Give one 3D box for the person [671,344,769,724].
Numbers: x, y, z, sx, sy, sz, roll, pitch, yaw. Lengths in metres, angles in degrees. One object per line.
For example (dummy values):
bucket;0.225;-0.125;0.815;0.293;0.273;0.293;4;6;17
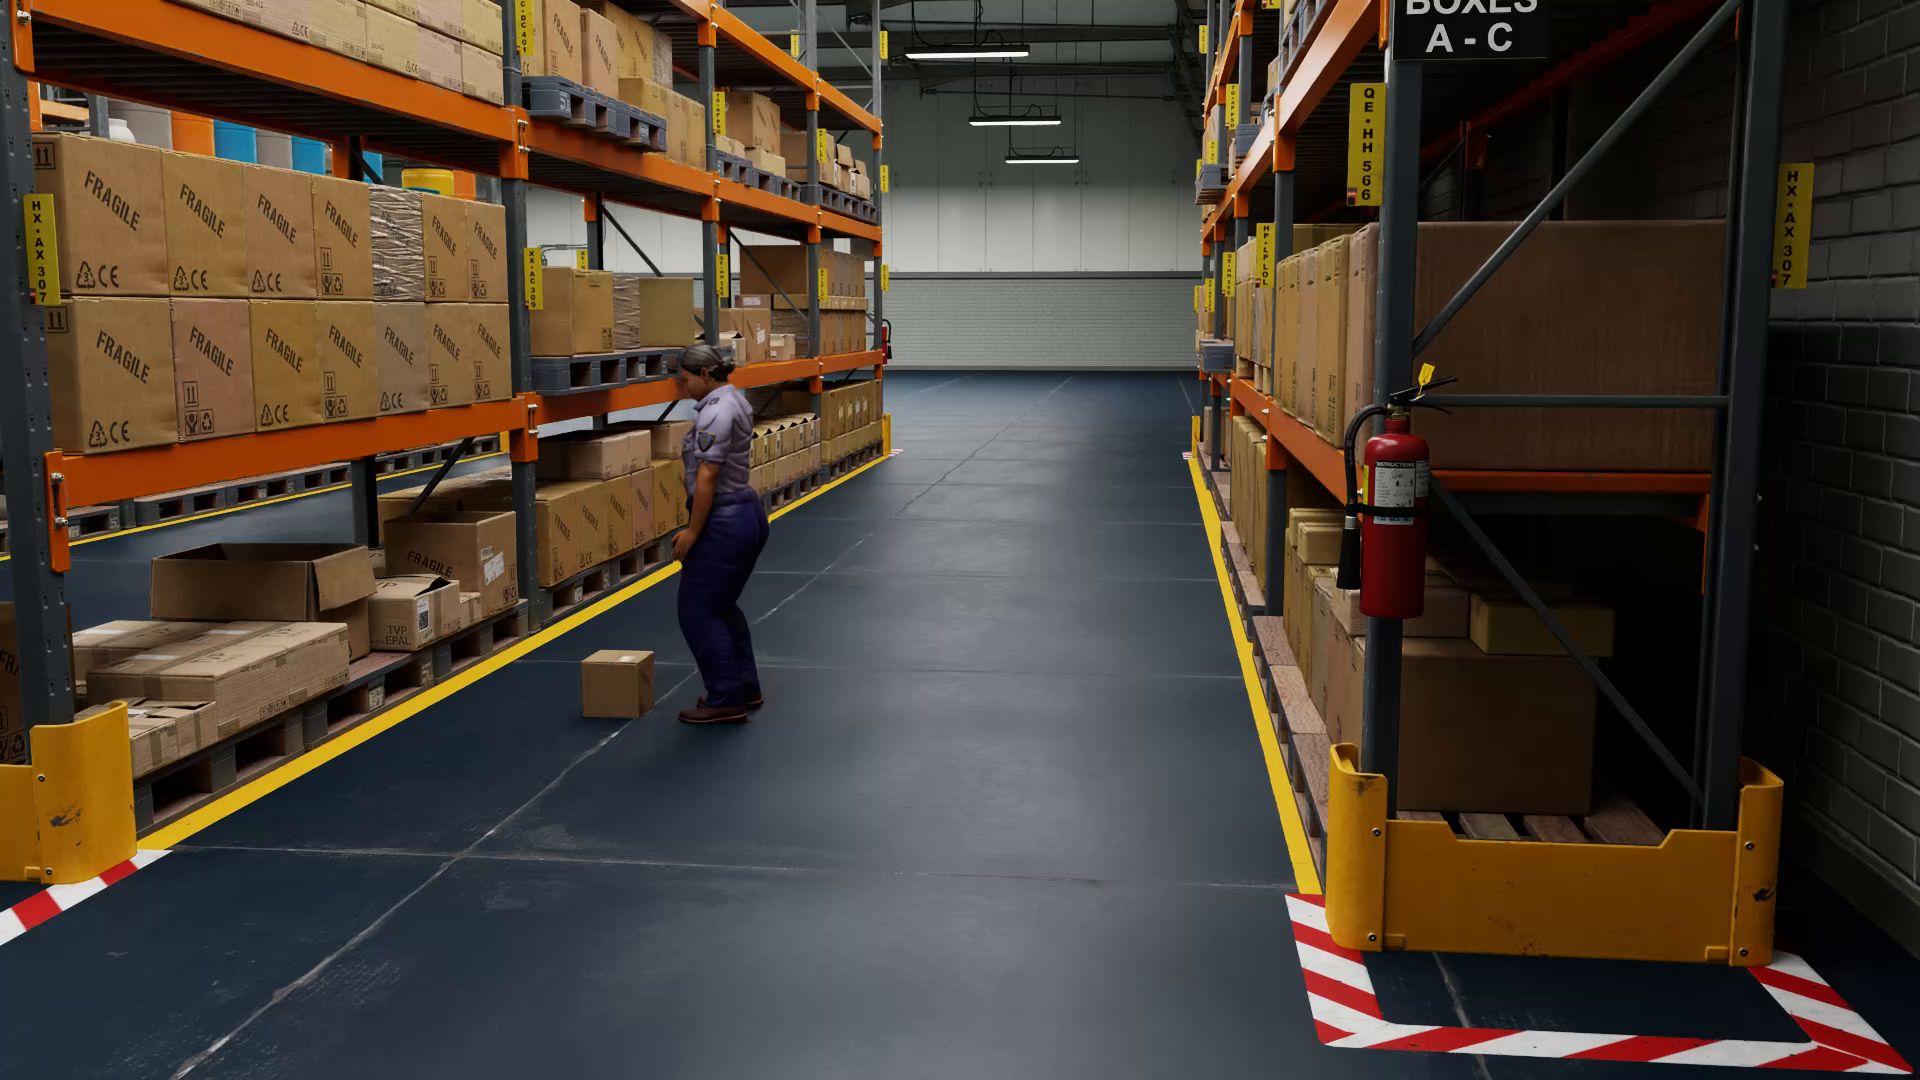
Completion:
person;-1.029;-0.022;7.187;0.357;1.614;0.486;1;8;8
